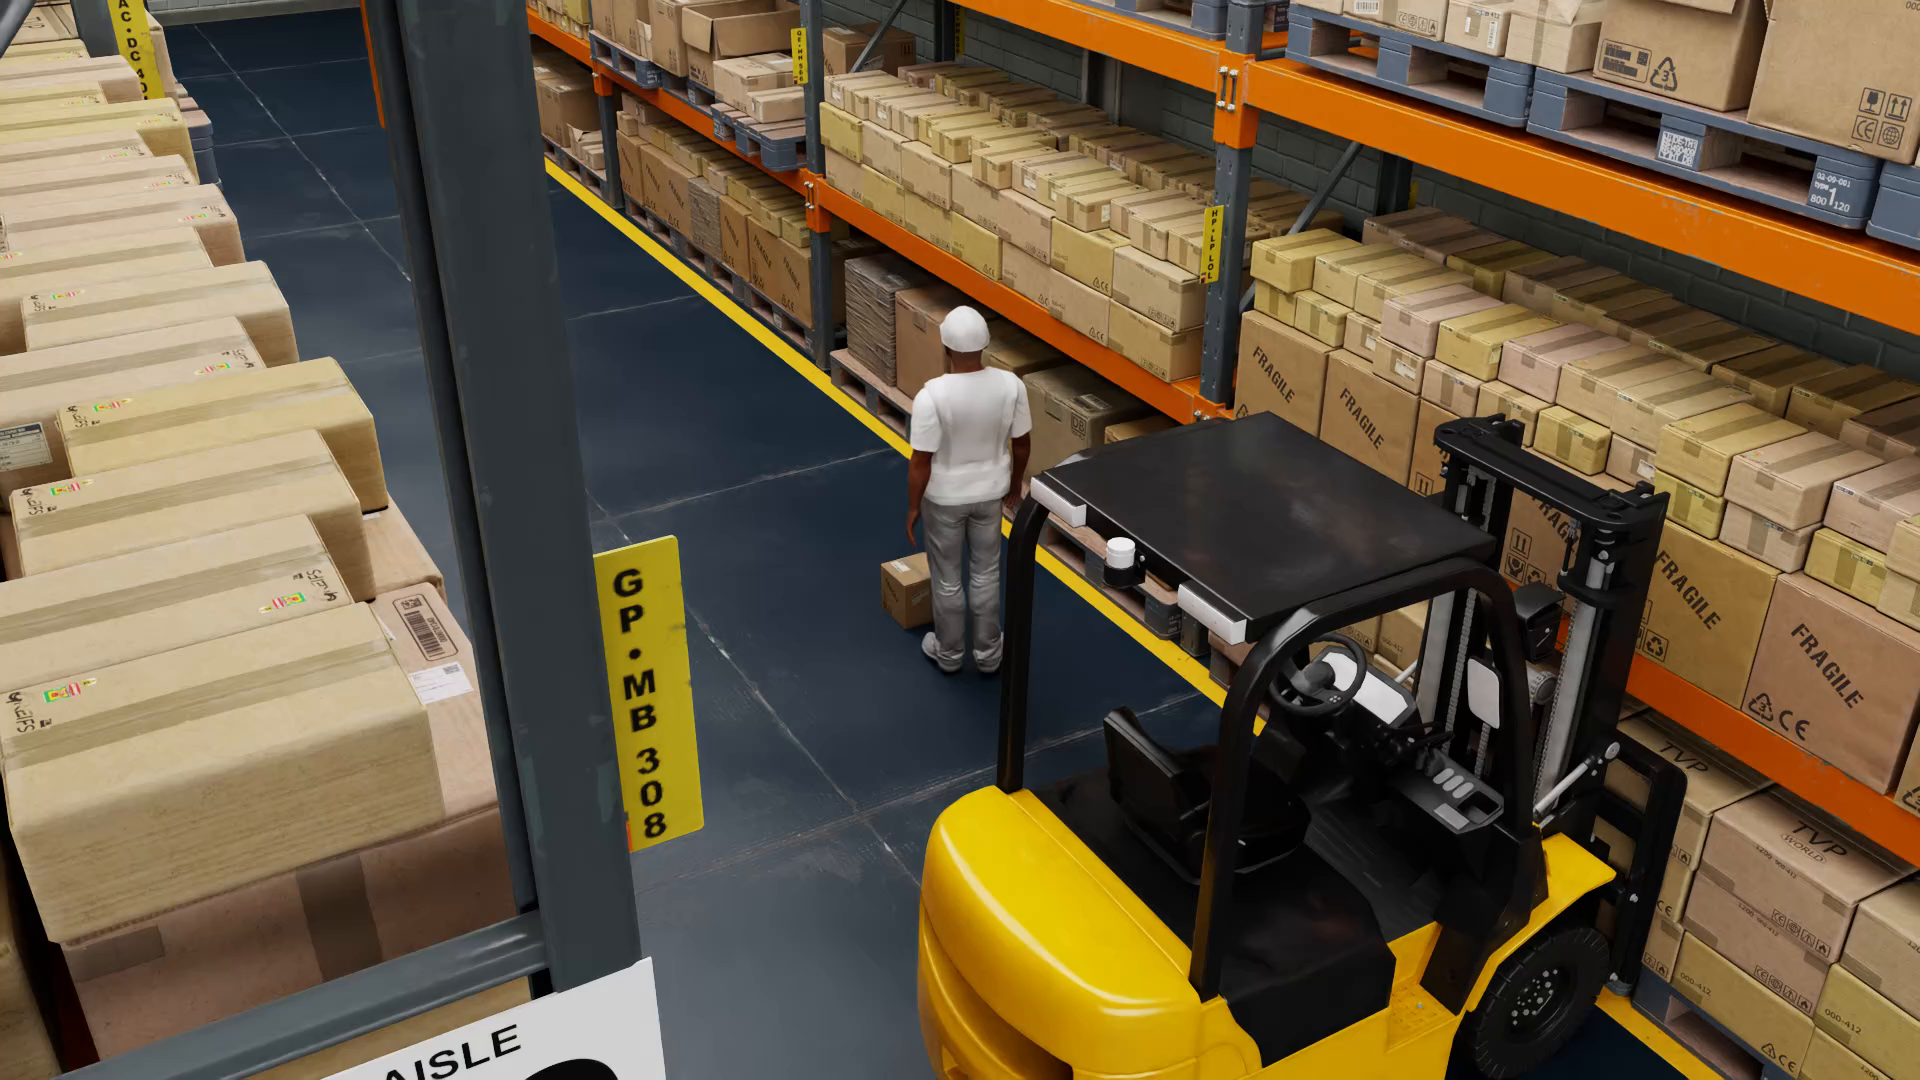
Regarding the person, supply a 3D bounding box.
[{"bbox_3d":[0.019,-0.222,7.473,0.575,1.782,0.390,-15,32,-25],"label":"person"}]
